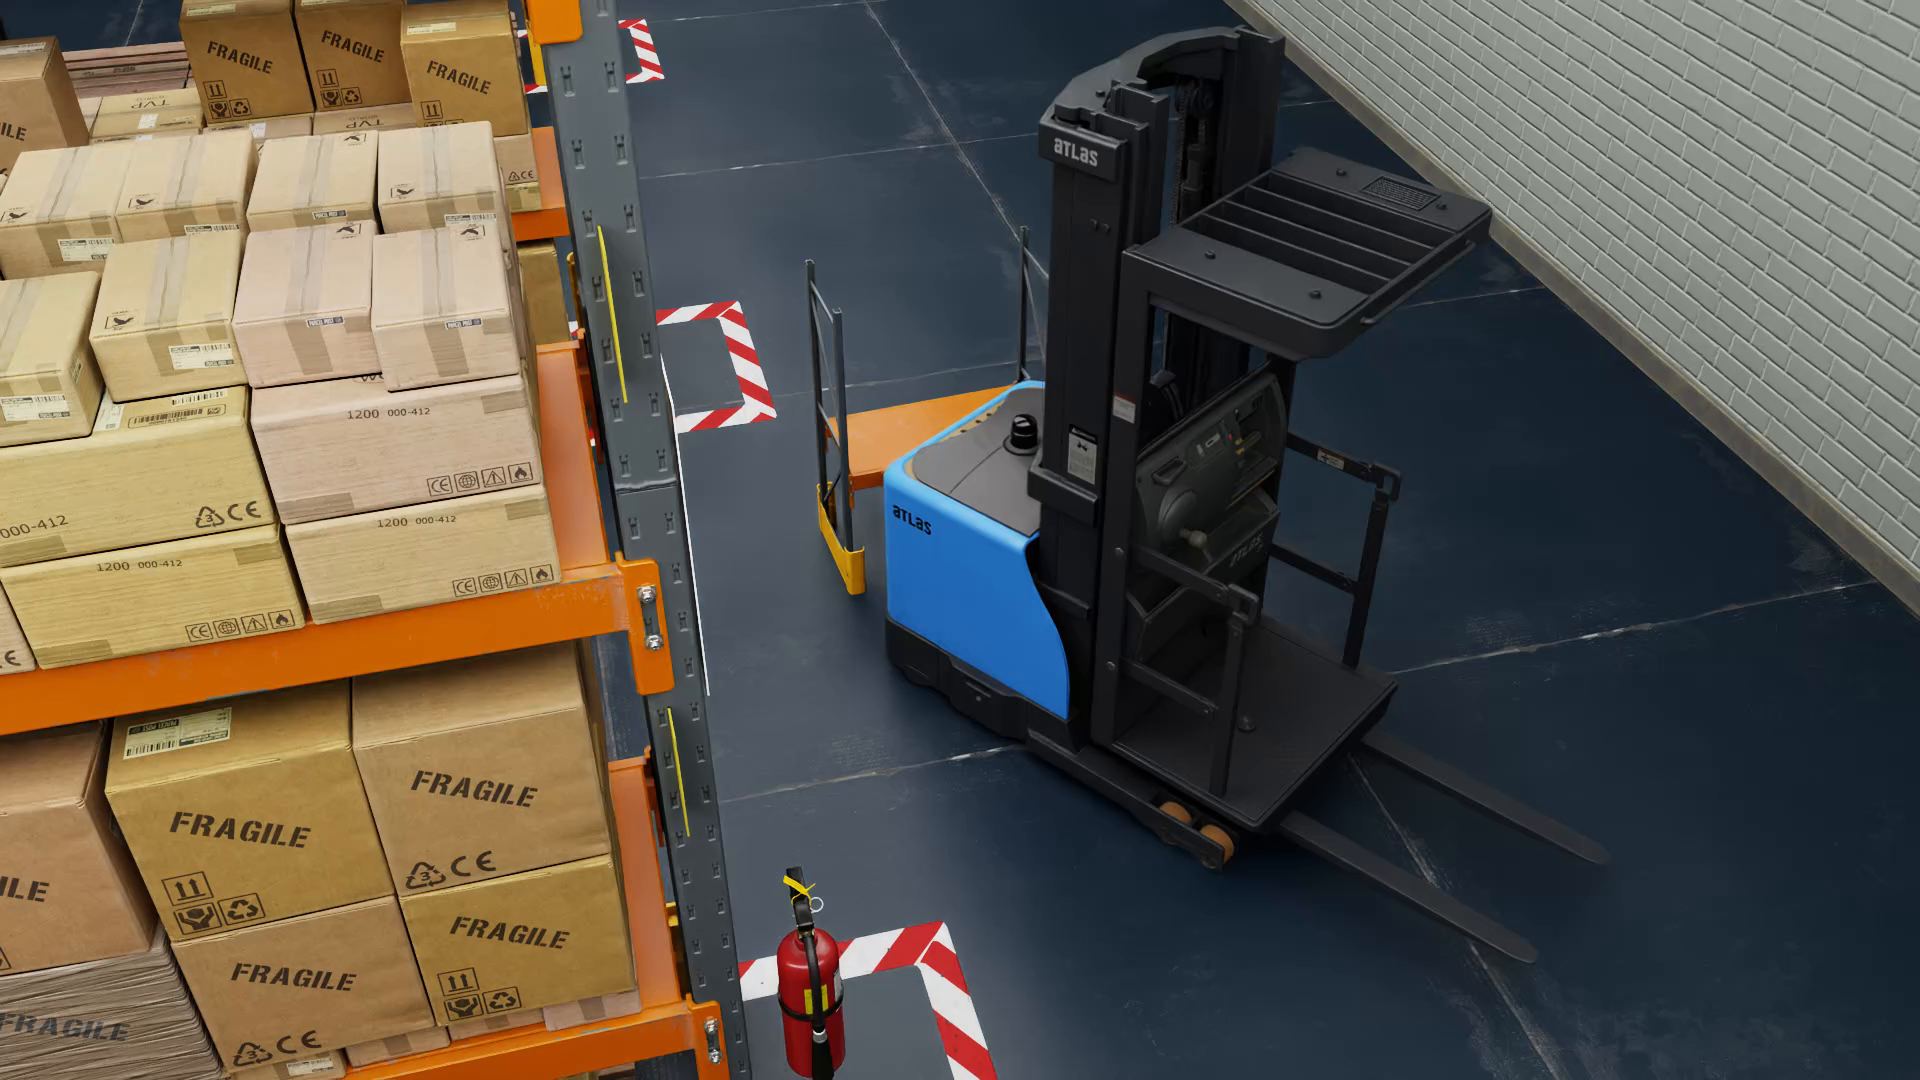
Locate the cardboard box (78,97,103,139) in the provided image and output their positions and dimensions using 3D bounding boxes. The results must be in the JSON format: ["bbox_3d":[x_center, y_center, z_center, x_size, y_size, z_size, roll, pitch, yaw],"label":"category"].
[{"bbox_3d":[-4.483,-1.943,8.179,0.500,0.250,0.500,-9,38,-11],"label":"cardboard box"}]

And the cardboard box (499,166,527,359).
[{"bbox_3d":[-1.276,-0.616,3.809,0.500,0.250,0.500,-9,38,-11],"label":"cardboard box"}]

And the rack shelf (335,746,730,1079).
[{"bbox_3d":[-2.706,1.398,4.525,4.000,0.370,1.077,-9,38,-12],"label":"rack shelf"}]

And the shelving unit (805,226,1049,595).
[{"bbox_3d":[-0.103,-0.606,7.787,1.083,1.500,0.587,-12,39,-15],"label":"shelving unit"}]

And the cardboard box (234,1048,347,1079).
[{"bbox_3d":[-1.744,1.233,4.355,0.250,0.149,0.380,-8,38,-11],"label":"cardboard box"}]

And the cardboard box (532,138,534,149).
[{"bbox_3d":[-2.399,-2.167,8.800,0.250,0.149,0.380,-9,38,-11],"label":"cardboard box"}]

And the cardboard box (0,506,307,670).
[{"bbox_3d":[-1.636,-0.024,3.446,0.500,0.250,0.500,-9,38,-12],"label":"cardboard box"}]

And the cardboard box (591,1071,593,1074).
[{"bbox_3d":[-1.348,1.576,5.457,0.250,0.149,0.380,-8,38,-10],"label":"cardboard box"}]

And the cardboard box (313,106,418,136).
[{"bbox_3d":[-2.859,-1.876,8.091,0.500,0.250,0.500,-10,39,-13],"label":"cardboard box"}]

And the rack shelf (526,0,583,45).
[{"bbox_3d":[-2.706,-0.983,2.703,4.000,0.370,1.077,-9,38,-12],"label":"rack shelf"}]

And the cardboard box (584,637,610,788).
[{"bbox_3d":[-1.280,0.547,4.718,0.500,0.500,0.500,-8,38,-10],"label":"cardboard box"}]

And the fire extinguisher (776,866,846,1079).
[{"bbox_3d":[-0.411,1.206,4.555,0.183,0.674,0.296,-9,38,-12],"label":"fire extinguisher"}]

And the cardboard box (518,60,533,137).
[{"bbox_3d":[-2.504,-2.270,8.607,0.500,0.250,0.500,-10,39,-13],"label":"cardboard box"}]

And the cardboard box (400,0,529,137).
[{"bbox_3d":[-2.372,-2.255,7.969,0.500,0.500,0.500,-9,38,-11],"label":"cardboard box"}]

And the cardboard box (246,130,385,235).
[{"bbox_3d":[-1.398,-0.745,3.650,0.250,0.149,0.380,-8,38,-10],"label":"cardboard box"}]

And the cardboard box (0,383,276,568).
[{"bbox_3d":[-1.647,-0.231,3.305,0.500,0.250,0.500,-10,39,-13],"label":"cardboard box"}]

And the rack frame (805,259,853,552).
[{"bbox_3d":[-0.593,-0.505,7.655,0.032,1.500,0.500,-12,39,-15],"label":"rack frame"}]

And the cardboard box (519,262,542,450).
[{"bbox_3d":[-1.275,-0.415,3.957,0.500,0.250,0.500,-8,38,-10],"label":"cardboard box"}]

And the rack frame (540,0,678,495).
[{"bbox_3d":[-0.775,-1.587,2.897,0.127,3.000,1.000,-9,38,-12],"label":"rack frame"}]

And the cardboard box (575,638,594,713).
[{"bbox_3d":[-1.278,0.156,4.406,0.500,0.500,0.500,-10,38,-12],"label":"cardboard box"}]

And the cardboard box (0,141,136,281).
[{"bbox_3d":[-1.914,-0.707,3.600,0.250,0.149,0.380,-9,38,-11],"label":"cardboard box"}]

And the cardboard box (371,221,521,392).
[{"bbox_3d":[-1.019,-0.468,3.287,0.250,0.149,0.380,-10,38,-12],"label":"cardboard box"}]

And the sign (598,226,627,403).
[{"bbox_3d":[-0.650,-0.418,3.110,0.005,0.325,0.100,-9,38,-12],"label":"sign"}]

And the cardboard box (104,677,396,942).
[{"bbox_3d":[-1.641,0.540,3.905,0.500,0.500,0.500,-11,39,-13],"label":"cardboard box"}]

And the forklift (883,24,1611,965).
[{"bbox_3d":[1.108,-0.239,6.129,3.031,2.935,1.130,28,45,31],"label":"forklift"}]

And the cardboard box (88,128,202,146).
[{"bbox_3d":[-3.852,-1.710,7.874,0.500,0.250,0.500,-9,38,-12],"label":"cardboard box"}]

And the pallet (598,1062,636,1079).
[{"bbox_3d":[-1.642,2.023,5.411,1.213,0.211,1.003,-9,38,-12],"label":"pallet"}]

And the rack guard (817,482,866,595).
[{"bbox_3d":[-0.575,-0.013,8.040,0.087,0.250,0.587,-12,39,-15],"label":"rack guard"}]

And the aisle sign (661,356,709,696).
[{"bbox_3d":[-0.626,-0.072,3.715,0.004,0.787,0.394,-9,38,-12],"label":"aisle sign"}]

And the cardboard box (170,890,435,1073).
[{"bbox_3d":[-1.640,0.939,4.206,0.500,0.500,0.500,-10,39,-13],"label":"cardboard box"}]

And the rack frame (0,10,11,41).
[{"bbox_3d":[-7.123,-4.401,11.514,0.127,3.000,1.000,-9,38,-12],"label":"rack frame"}]

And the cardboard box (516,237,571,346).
[{"bbox_3d":[-2.568,-1.304,8.868,0.875,0.875,0.875,-9,38,-12],"label":"cardboard box"}]

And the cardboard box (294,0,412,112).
[{"bbox_3d":[-2.987,-2.489,8.276,0.500,0.500,0.500,-10,39,-13],"label":"cardboard box"}]

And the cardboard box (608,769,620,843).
[{"bbox_3d":[-1.173,0.755,4.981,0.250,0.149,0.380,-10,38,-12],"label":"cardboard box"}]

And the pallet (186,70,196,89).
[{"bbox_3d":[-5.244,-3.628,12.799,1.213,0.211,1.003,-9,38,-12],"label":"pallet"}]

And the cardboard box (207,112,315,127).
[{"bbox_3d":[-3.490,-2.107,8.393,0.500,0.250,0.500,-11,39,-13],"label":"cardboard box"}]

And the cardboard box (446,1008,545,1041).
[{"bbox_3d":[-1.266,1.130,4.490,0.250,0.149,0.380,-9,38,-12],"label":"cardboard box"}]

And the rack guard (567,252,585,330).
[{"bbox_3d":[-1.947,-1.140,9.309,0.348,0.500,1.175,-9,38,-12],"label":"rack guard"}]

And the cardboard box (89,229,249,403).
[{"bbox_3d":[-1.530,-0.445,3.257,0.250,0.149,0.380,-10,39,-13],"label":"cardboard box"}]
